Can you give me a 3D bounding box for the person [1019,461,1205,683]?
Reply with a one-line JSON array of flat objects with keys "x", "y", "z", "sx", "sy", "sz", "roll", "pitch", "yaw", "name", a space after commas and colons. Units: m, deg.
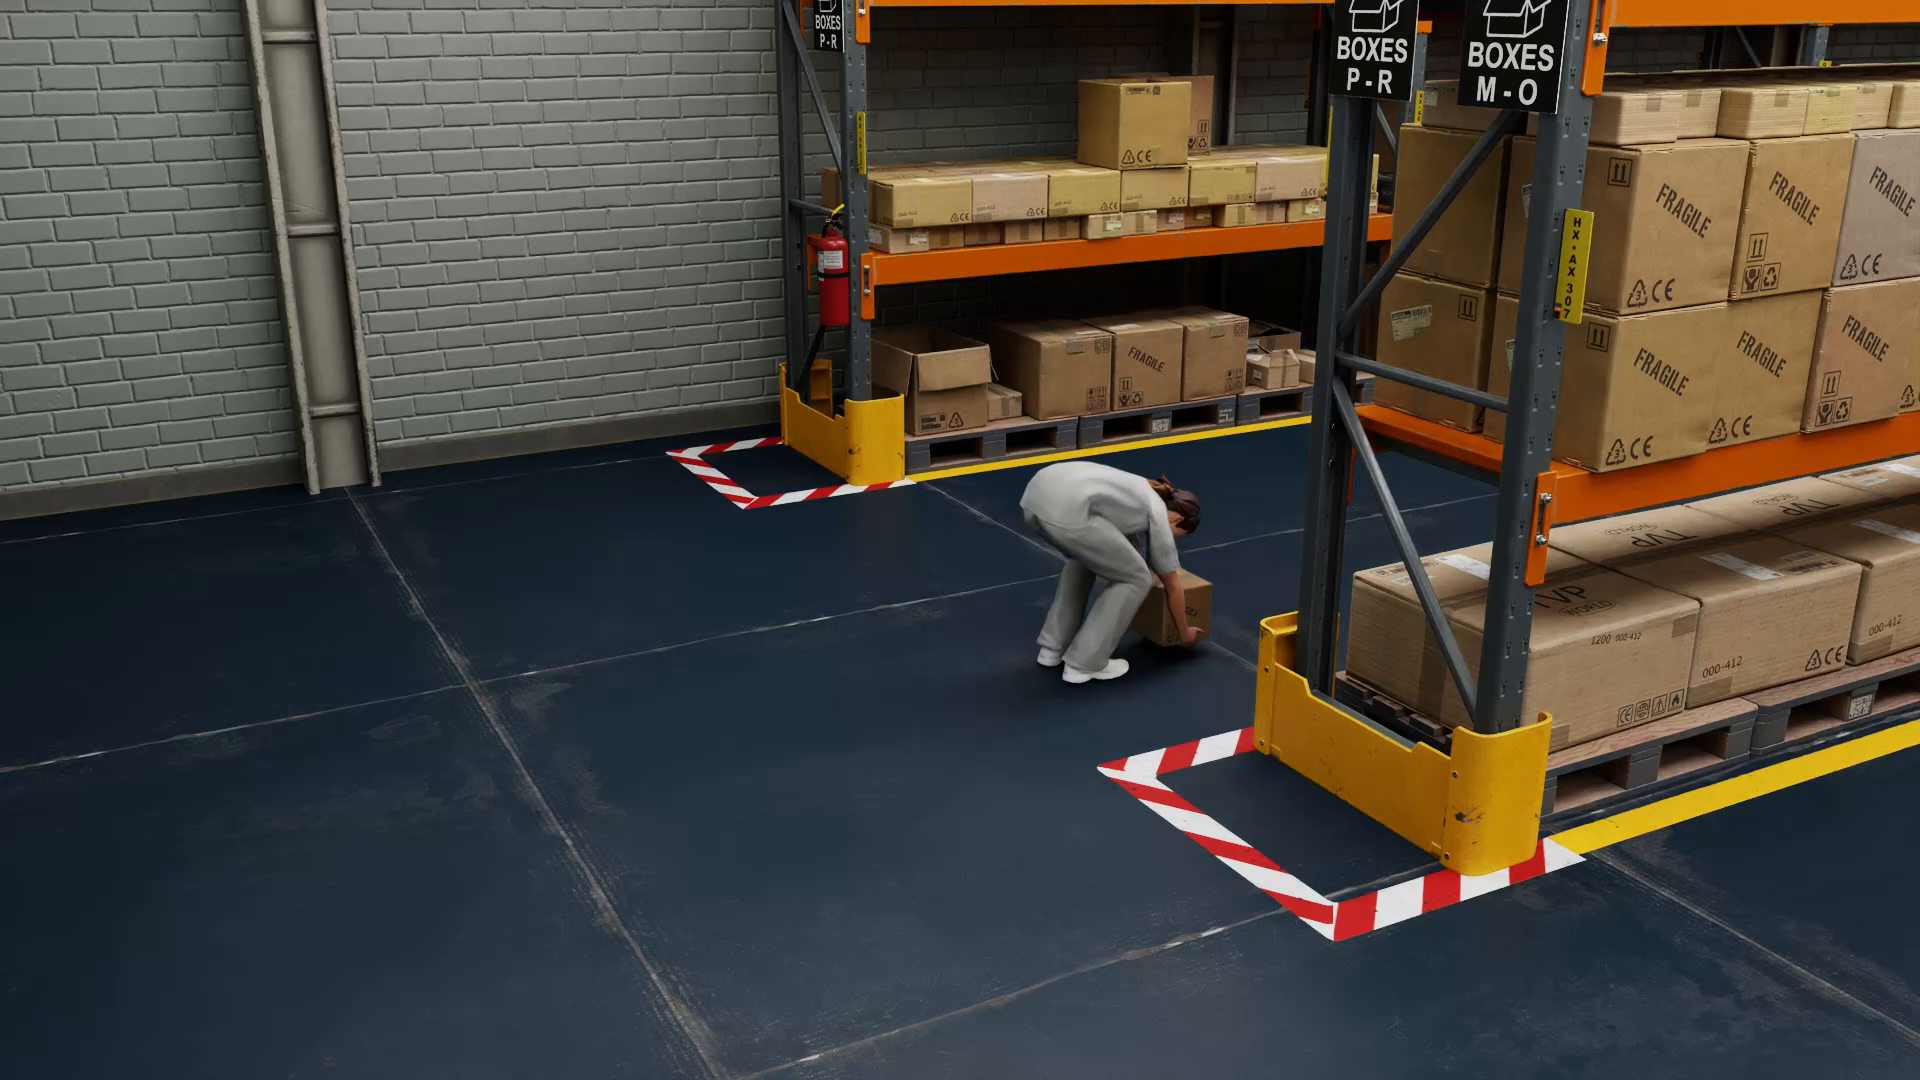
[{"x": 0.653, "y": 0.113, "z": 7.008, "sx": 0.847, "sy": 0.857, "sz": 0.468, "roll": -11, "pitch": 21, "yaw": -29, "name": "person"}]
